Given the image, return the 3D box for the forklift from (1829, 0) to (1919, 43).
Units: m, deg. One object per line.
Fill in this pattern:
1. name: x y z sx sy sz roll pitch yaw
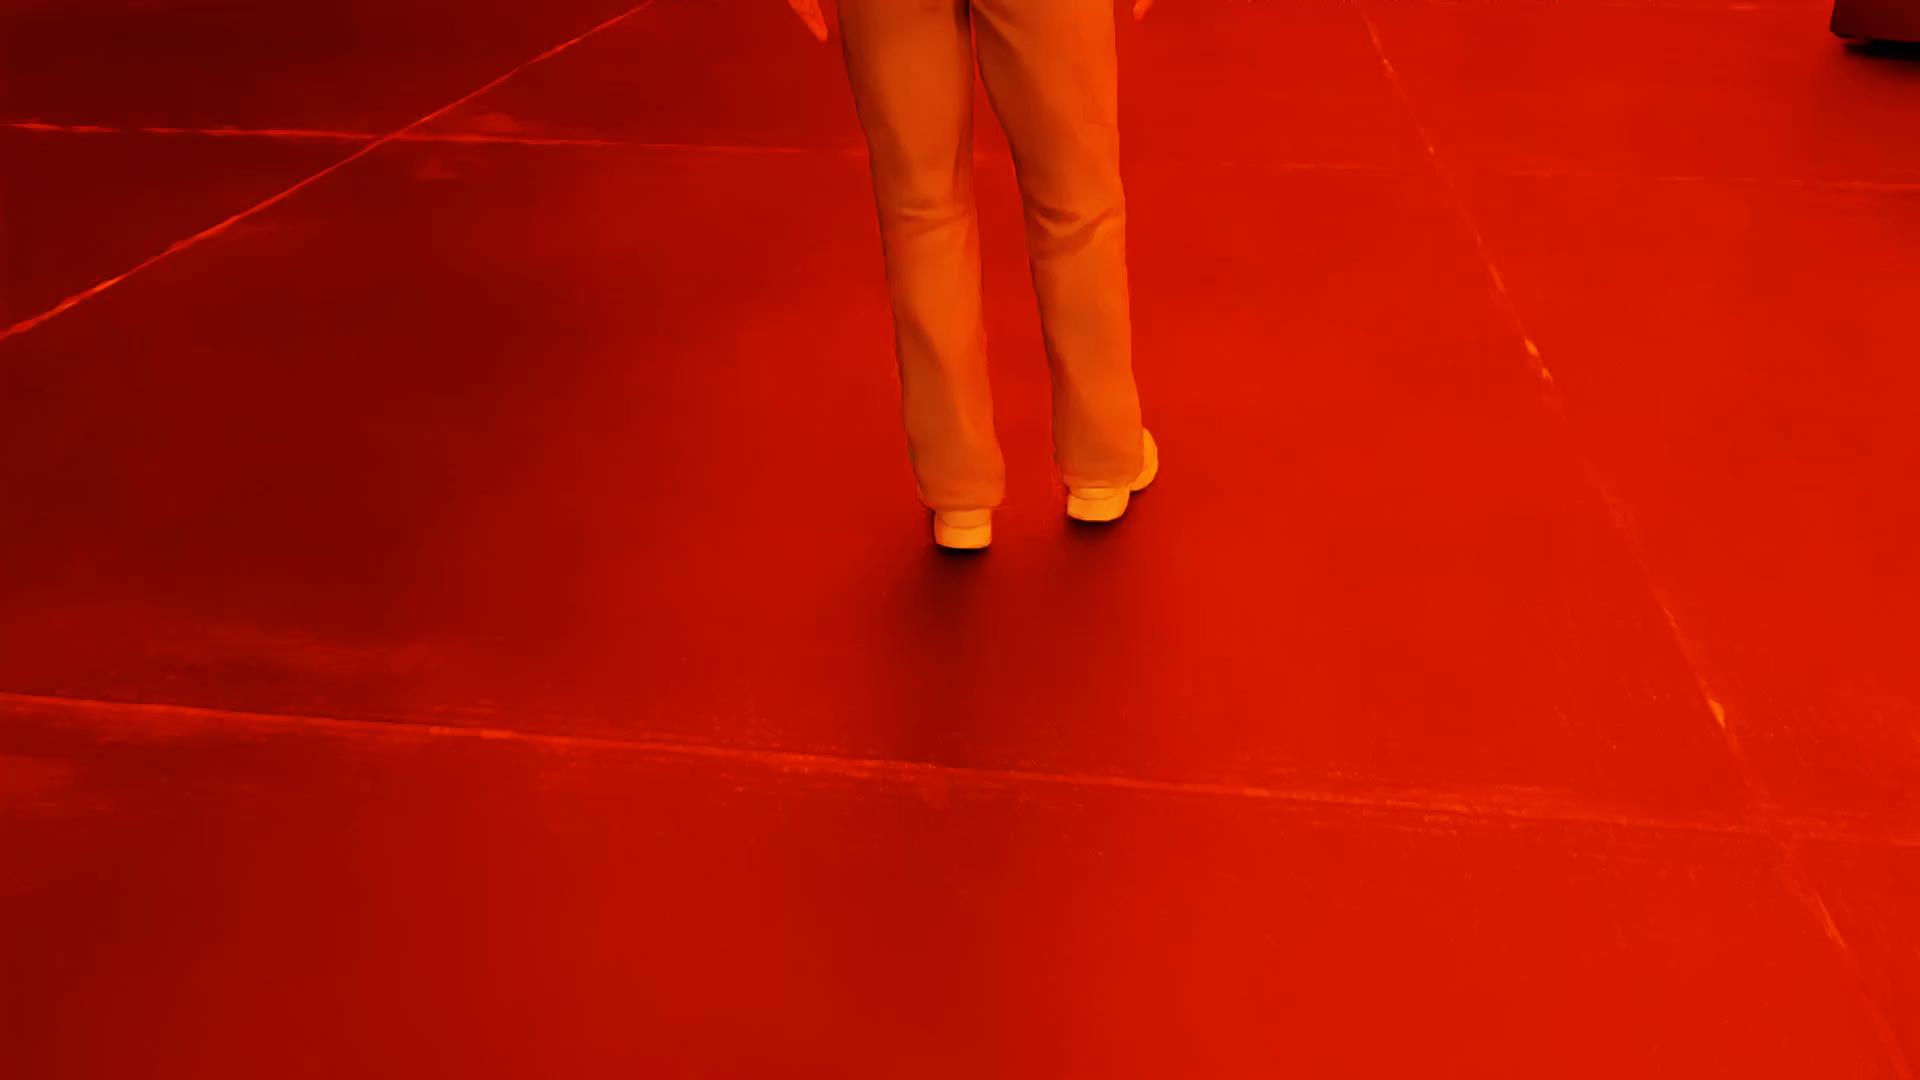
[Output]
1. forklift: 4.547 -3.420 6.072 1.130 2.935 3.031 23 35 38

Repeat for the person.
1. person: 0.023 -0.788 2.187 0.550 1.674 0.548 3 27 7
